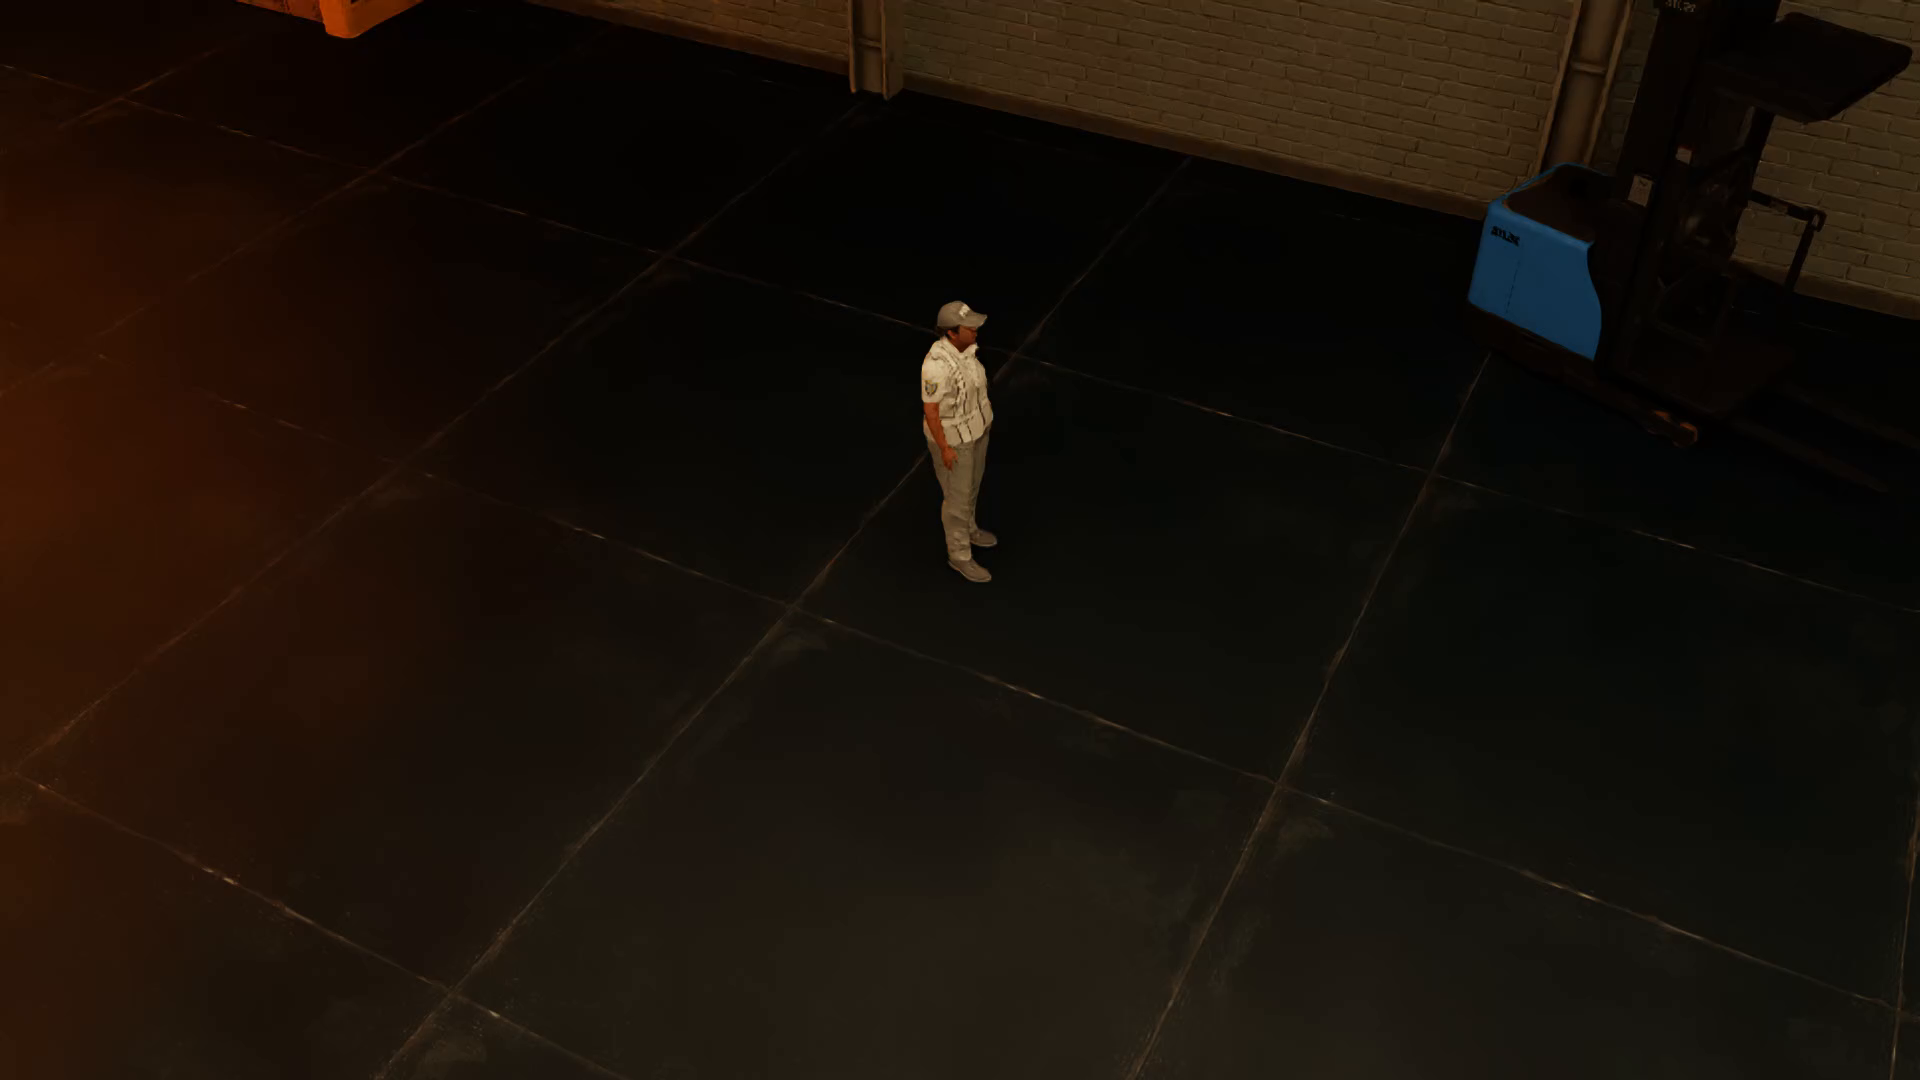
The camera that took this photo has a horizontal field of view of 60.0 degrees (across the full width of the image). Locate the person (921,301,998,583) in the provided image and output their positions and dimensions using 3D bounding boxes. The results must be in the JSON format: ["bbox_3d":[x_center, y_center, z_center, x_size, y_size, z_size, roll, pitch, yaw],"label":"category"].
[{"bbox_3d":[0.058,-0.607,9.678,0.529,1.669,0.598,18,43,21],"label":"person"}]

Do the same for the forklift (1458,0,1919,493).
[{"bbox_3d":[4.952,-2.104,10.484,1.130,2.935,3.031,-31,49,-31],"label":"forklift"}]
